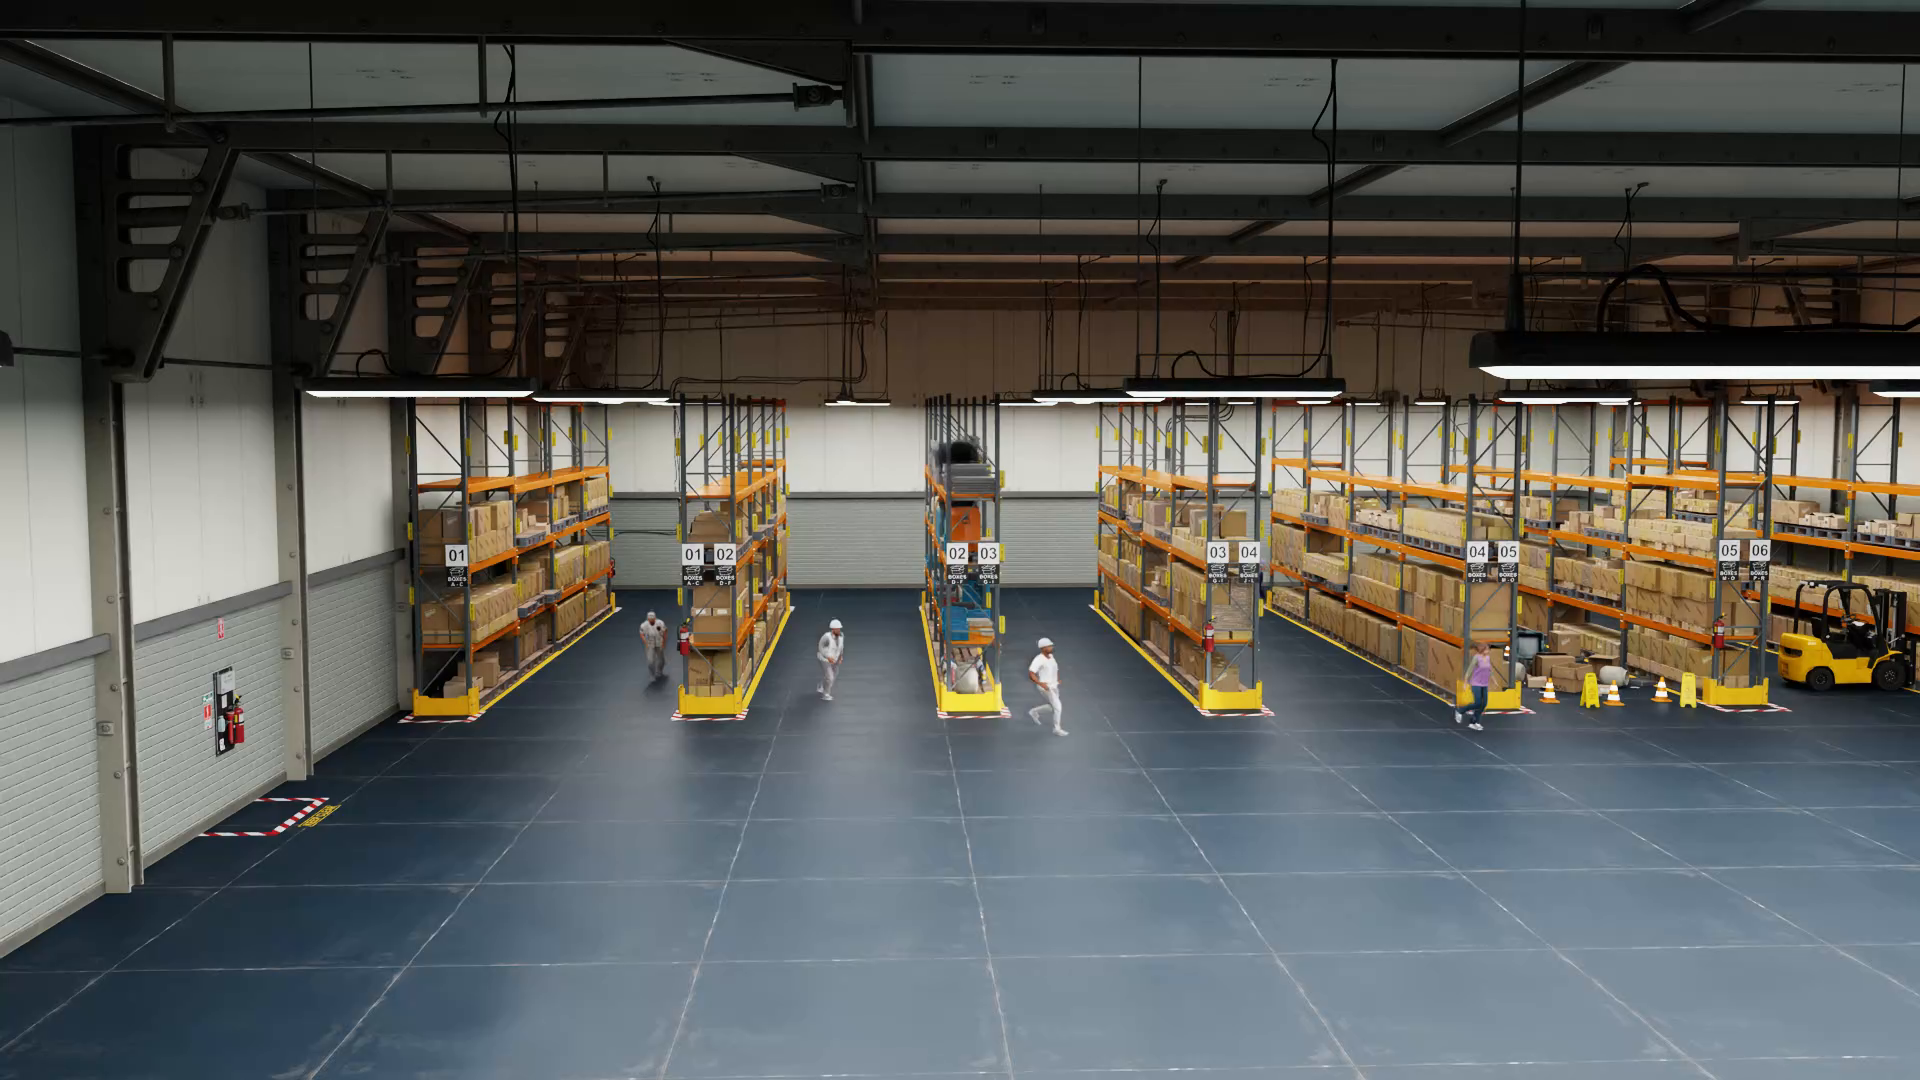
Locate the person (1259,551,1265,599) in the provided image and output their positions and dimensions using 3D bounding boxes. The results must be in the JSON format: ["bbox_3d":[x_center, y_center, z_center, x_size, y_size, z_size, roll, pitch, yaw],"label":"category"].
[{"bbox_3d":[8.708,1.065,48.823,0.832,1.630,0.741,-3,5,-33],"label":"person"}]

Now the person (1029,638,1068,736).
[{"bbox_3d":[1.474,2.572,29.124,0.799,1.722,0.696,3,5,31],"label":"person"}]

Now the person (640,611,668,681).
[{"bbox_3d":[-6.407,2.212,34.914,0.641,1.517,0.898,-2,5,-21],"label":"person"}]

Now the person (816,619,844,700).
[{"bbox_3d":[-2.570,2.335,32.633,0.912,1.629,0.664,4,6,39],"label":"person"}]

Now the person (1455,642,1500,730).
[{"bbox_3d":[9.227,2.604,29.694,0.578,1.582,0.636,-3,6,-35],"label":"person"}]
